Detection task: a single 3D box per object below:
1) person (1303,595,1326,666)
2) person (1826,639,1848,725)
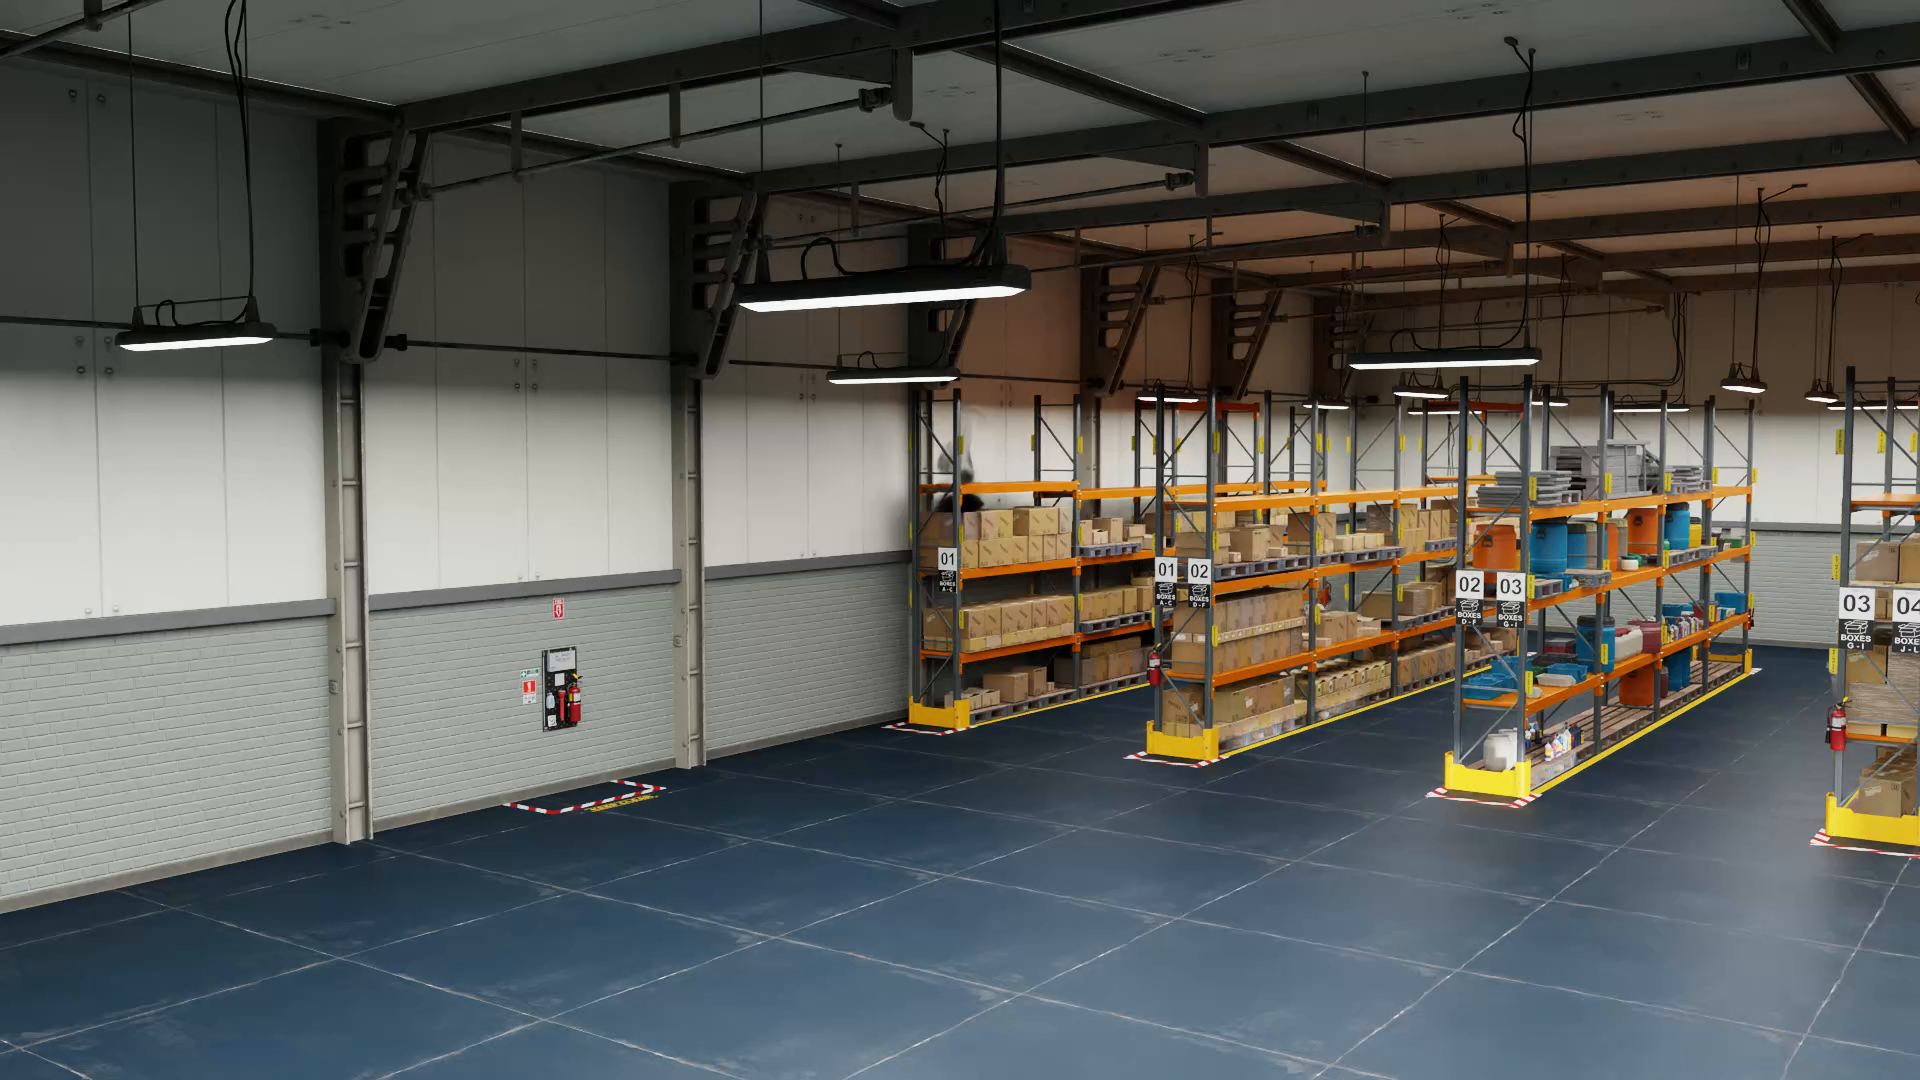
[{"bbox_3d":[8.095,2.039,37.952,0.575,1.682,0.937,2,4,31],"label":"person"},{"bbox_3d":[15.704,2.514,29.608,0.509,1.604,0.667,3,4,42],"label":"person"}]
